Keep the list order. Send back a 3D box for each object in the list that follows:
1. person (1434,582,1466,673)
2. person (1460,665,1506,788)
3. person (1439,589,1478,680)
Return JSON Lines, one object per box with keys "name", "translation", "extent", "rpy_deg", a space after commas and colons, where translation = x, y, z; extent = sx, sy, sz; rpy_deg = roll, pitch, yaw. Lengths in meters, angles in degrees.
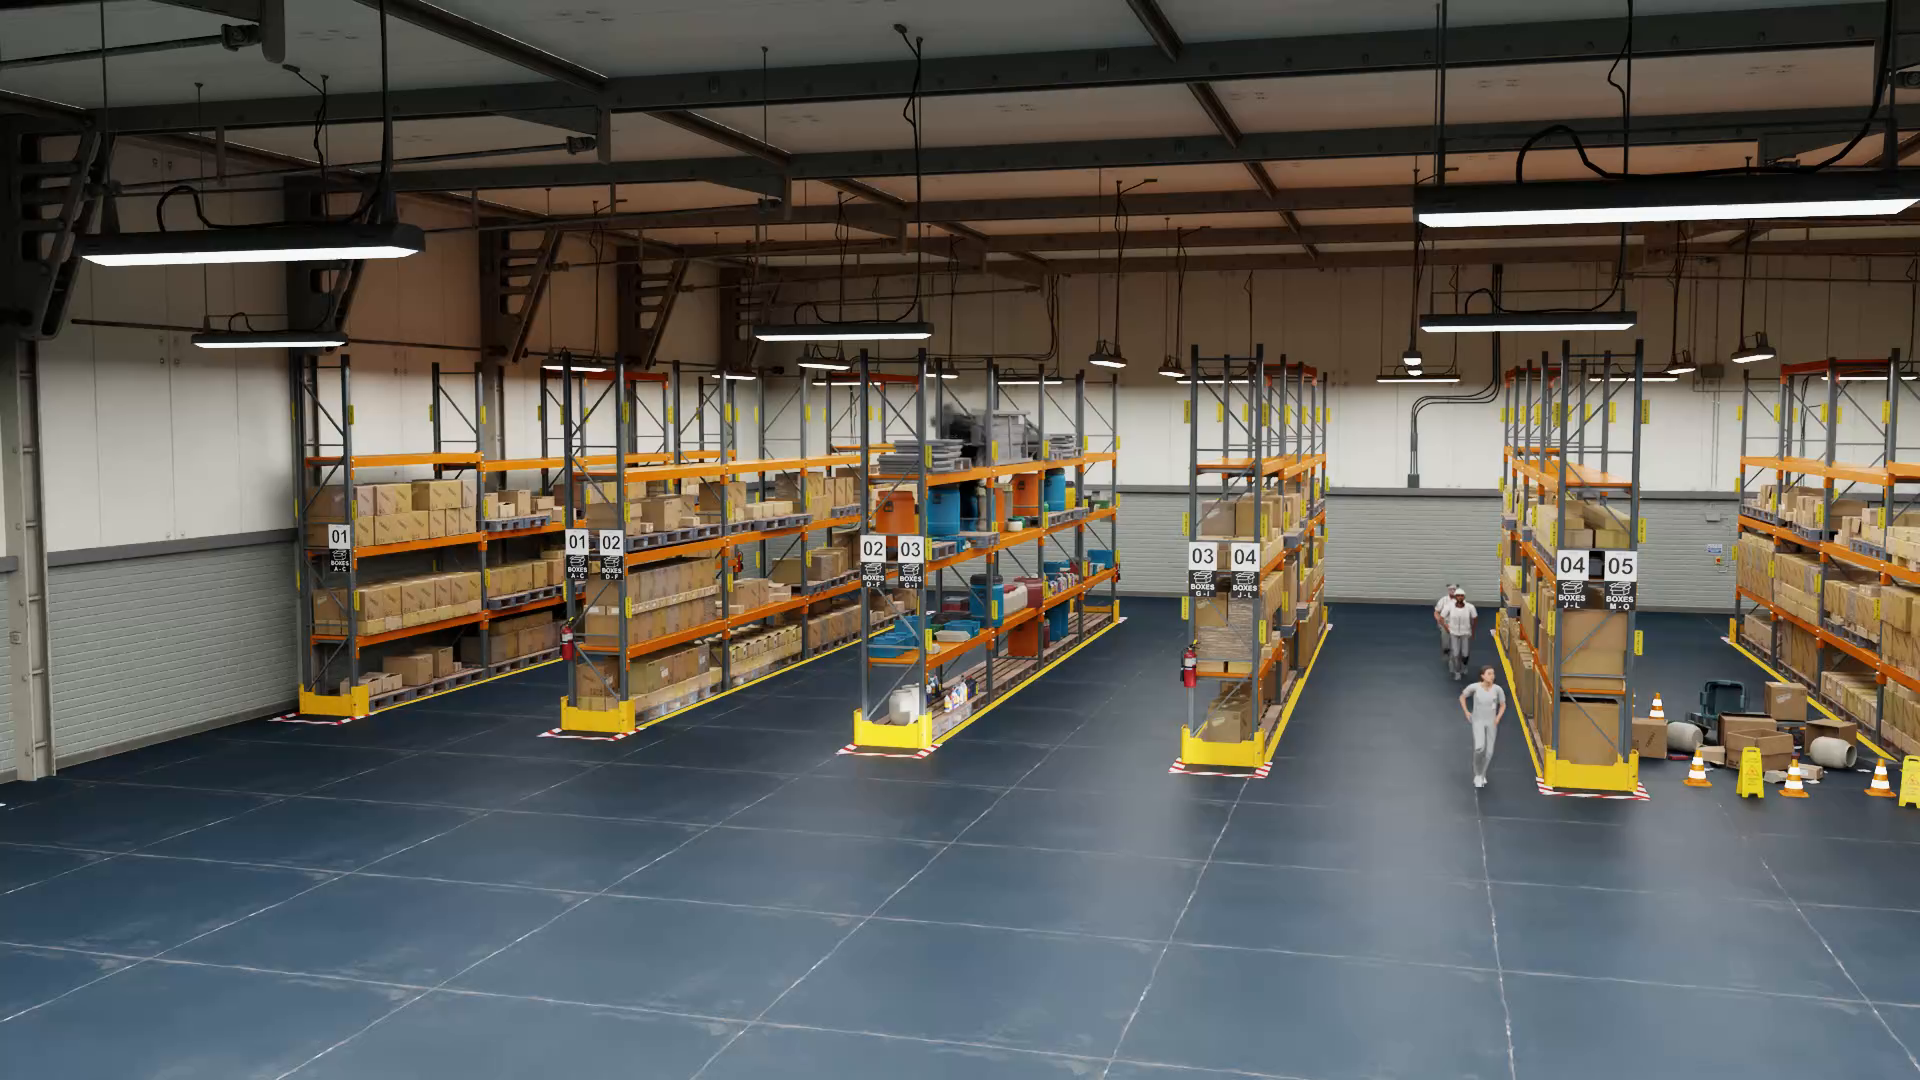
{"name": "person", "translation": [9.667, 1.698, 32.669], "extent": [0.672, 1.756, 0.646], "rpy_deg": [1, 4, 11]}
{"name": "person", "translation": [7.054, 2.498, 22.381], "extent": [0.580, 1.649, 0.630], "rpy_deg": [0, 4, 4]}
{"name": "person", "translation": [9.436, 1.777, 31.495], "extent": [0.704, 1.726, 0.579], "rpy_deg": [1, 4, 16]}
